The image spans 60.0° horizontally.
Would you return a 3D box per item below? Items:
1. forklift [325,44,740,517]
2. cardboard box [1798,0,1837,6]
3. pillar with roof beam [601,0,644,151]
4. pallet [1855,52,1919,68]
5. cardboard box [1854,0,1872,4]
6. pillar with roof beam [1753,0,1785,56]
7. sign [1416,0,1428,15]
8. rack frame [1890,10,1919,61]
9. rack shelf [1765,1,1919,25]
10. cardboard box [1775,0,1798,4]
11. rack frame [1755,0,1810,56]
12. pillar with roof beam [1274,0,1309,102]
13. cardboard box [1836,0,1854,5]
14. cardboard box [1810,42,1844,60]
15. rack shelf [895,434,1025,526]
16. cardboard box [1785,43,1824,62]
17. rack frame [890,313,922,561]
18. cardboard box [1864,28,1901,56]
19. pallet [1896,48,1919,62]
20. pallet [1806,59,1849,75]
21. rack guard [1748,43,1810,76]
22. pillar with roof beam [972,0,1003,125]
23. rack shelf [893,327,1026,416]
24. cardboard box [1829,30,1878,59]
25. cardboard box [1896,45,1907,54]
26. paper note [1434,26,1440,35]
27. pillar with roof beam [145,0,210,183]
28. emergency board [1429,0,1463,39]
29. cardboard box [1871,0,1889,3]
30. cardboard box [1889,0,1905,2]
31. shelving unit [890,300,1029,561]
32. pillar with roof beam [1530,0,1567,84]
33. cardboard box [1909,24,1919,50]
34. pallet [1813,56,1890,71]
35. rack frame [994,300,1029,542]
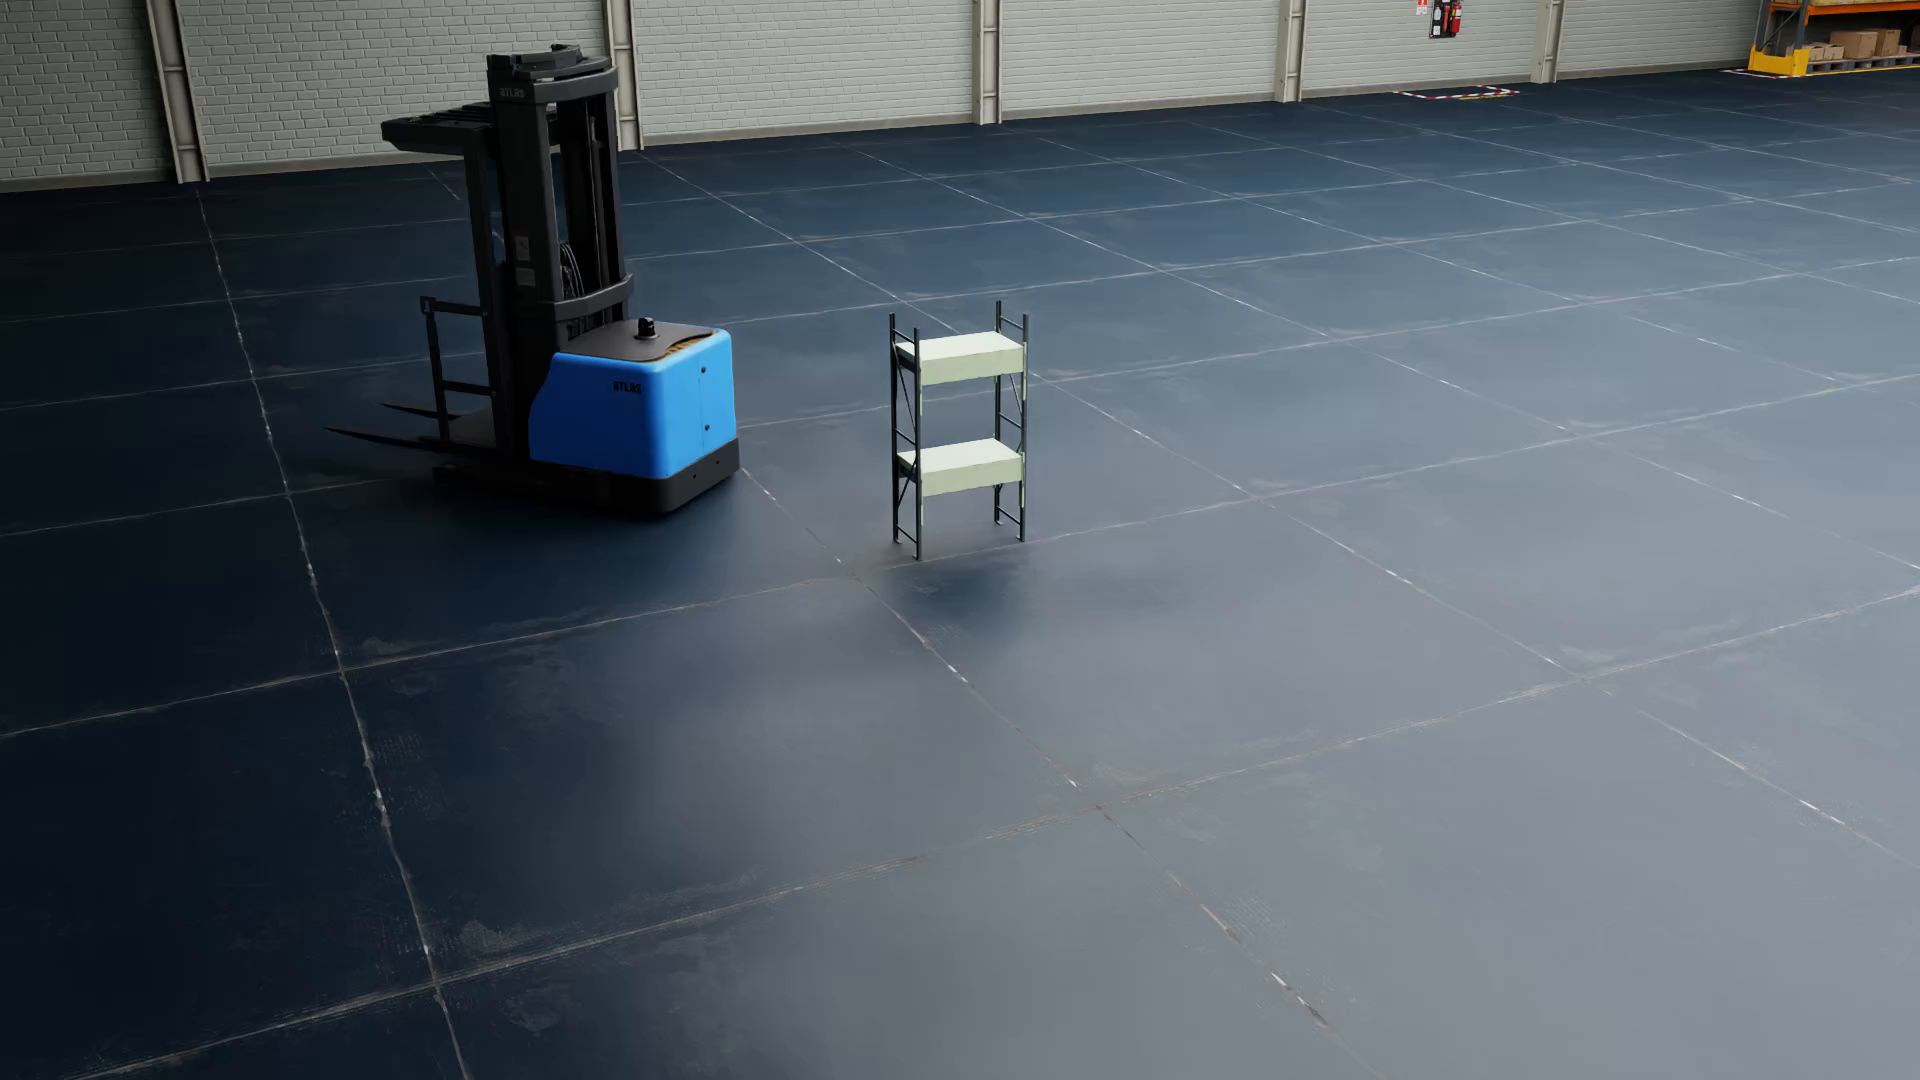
[{"bbox_3d":[-3.126,-1.863,11.418,3.031,2.935,1.130,9,24,21],"label":"forklift"},{"bbox_3d":[16.979,-10.725,32.909,0.500,0.250,0.500,-11,25,-25],"label":"cardboard box"},{"bbox_3d":[-3.101,-8.535,19.604,0.400,9.000,9.100,-10,25,-24],"label":"pillar with roof beam"},{"bbox_3d":[19.416,-10.065,34.790,1.213,0.211,1.003,-10,25,-24],"label":"pallet"},{"bbox_3d":[17.903,-10.899,33.328,0.500,0.250,0.500,-11,25,-24],"label":"cardboard box"},{"bbox_3d":[18.525,-12.516,29.222,0.400,9.000,9.100,-10,25,-24],"label":"pillar with roof beam"},{"bbox_3d":[8.465,-9.796,30.448,0.234,0.329,0.001,-10,25,-24],"label":"sign"},{"bbox_3d":[20.006,-11.477,34.555,0.127,3.000,1.000,-10,25,-24],"label":"rack frame"},{"bbox_3d":[18.204,-10.813,33.892,4.000,0.370,1.077,-10,25,-24],"label":"rack shelf"},{"bbox_3d":[16.739,-10.898,33.326,0.500,0.250,0.500,-10,25,-23],"label":"cardboard box"},{"bbox_3d":[16.402,-10.814,32.953,0.127,3.000,1.000,-10,25,-24],"label":"rack frame"},{"bbox_3d":[7.712,-10.526,24.413,0.400,9.000,9.100,-10,25,-24],"label":"pillar with roof beam"},{"bbox_3d":[17.441,-10.816,33.129,0.500,0.250,0.500,-11,25,-25],"label":"cardboard box"},{"bbox_3d":[17.578,-9.953,33.813,0.500,0.311,0.500,-8,24,-19],"label":"cardboard box"},{"bbox_3d":[-0.006,-0.391,10.585,0.720,0.370,0.431,-10,25,-24],"label":"rack shelf"},{"bbox_3d":[17.064,-9.859,33.585,0.500,0.311,0.500,-14,26,-30],"label":"cardboard box"},{"bbox_3d":[-0.336,-0.631,10.314,0.023,1.500,0.400,-10,25,-24],"label":"rack frame"},{"bbox_3d":[19.088,-10.340,34.500,0.500,0.500,0.500,-12,26,-28],"label":"cardboard box"},{"bbox_3d":[20.707,-10.319,35.402,1.213,0.211,1.003,-10,25,-24],"label":"pallet"},{"bbox_3d":[17.218,-9.661,33.812,1.213,0.211,1.003,-10,25,-24],"label":"pallet"},{"bbox_3d":[16.470,-9.672,33.461,0.348,0.500,1.175,-10,25,-24],"label":"rack guard"},{"bbox_3d":[2.306,-9.531,22.009,0.400,9.000,9.100,-10,25,-24],"label":"pillar with roof beam"},{"bbox_3d":[-0.006,-1.052,10.311,0.720,0.370,0.431,-10,25,-24],"label":"rack shelf"},{"bbox_3d":[18.261,-10.145,34.030,0.500,0.500,0.700,-12,25,-27],"label":"cardboard box"},{"bbox_3d":[19.537,-10.273,34.774,0.250,0.166,0.380,-14,26,-30],"label":"cardboard box"},{"bbox_3d":[8.818,-9.424,30.745,0.142,0.148,0.016,-10,25,-24],"label":"paper note"},{"bbox_3d":[-8.507,-7.540,17.200,0.400,9.000,9.100,-10,25,-24],"label":"pillar with roof beam"},{"bbox_3d":[9.008,-9.836,30.590,0.643,1.169,0.194,-10,25,-24],"label":"emergency board"},{"bbox_3d":[18.359,-10.982,33.528,0.500,0.250,0.500,-10,25,-23],"label":"cardboard box"},{"bbox_3d":[18.812,-11.066,33.731,0.500,0.250,0.500,-11,25,-24],"label":"cardboard box"},{"bbox_3d":[-0.006,-0.692,10.460,0.755,1.500,0.431,-10,25,-24],"label":"shelving unit"},{"bbox_3d":[13.118,-11.521,26.817,0.400,9.000,9.100,-10,25,-24],"label":"pillar with roof beam"},{"bbox_3d":[20.662,-10.654,35.258,0.500,0.500,0.700,-10,24,-22],"label":"cardboard box"},{"bbox_3d":[18.316,-9.862,34.298,1.213,0.211,1.003,-10,25,-24],"label":"pallet"},{"bbox_3d":[0.324,-0.753,10.607,0.023,1.500,0.400,-10,25,-24],"label":"rack frame"}]
